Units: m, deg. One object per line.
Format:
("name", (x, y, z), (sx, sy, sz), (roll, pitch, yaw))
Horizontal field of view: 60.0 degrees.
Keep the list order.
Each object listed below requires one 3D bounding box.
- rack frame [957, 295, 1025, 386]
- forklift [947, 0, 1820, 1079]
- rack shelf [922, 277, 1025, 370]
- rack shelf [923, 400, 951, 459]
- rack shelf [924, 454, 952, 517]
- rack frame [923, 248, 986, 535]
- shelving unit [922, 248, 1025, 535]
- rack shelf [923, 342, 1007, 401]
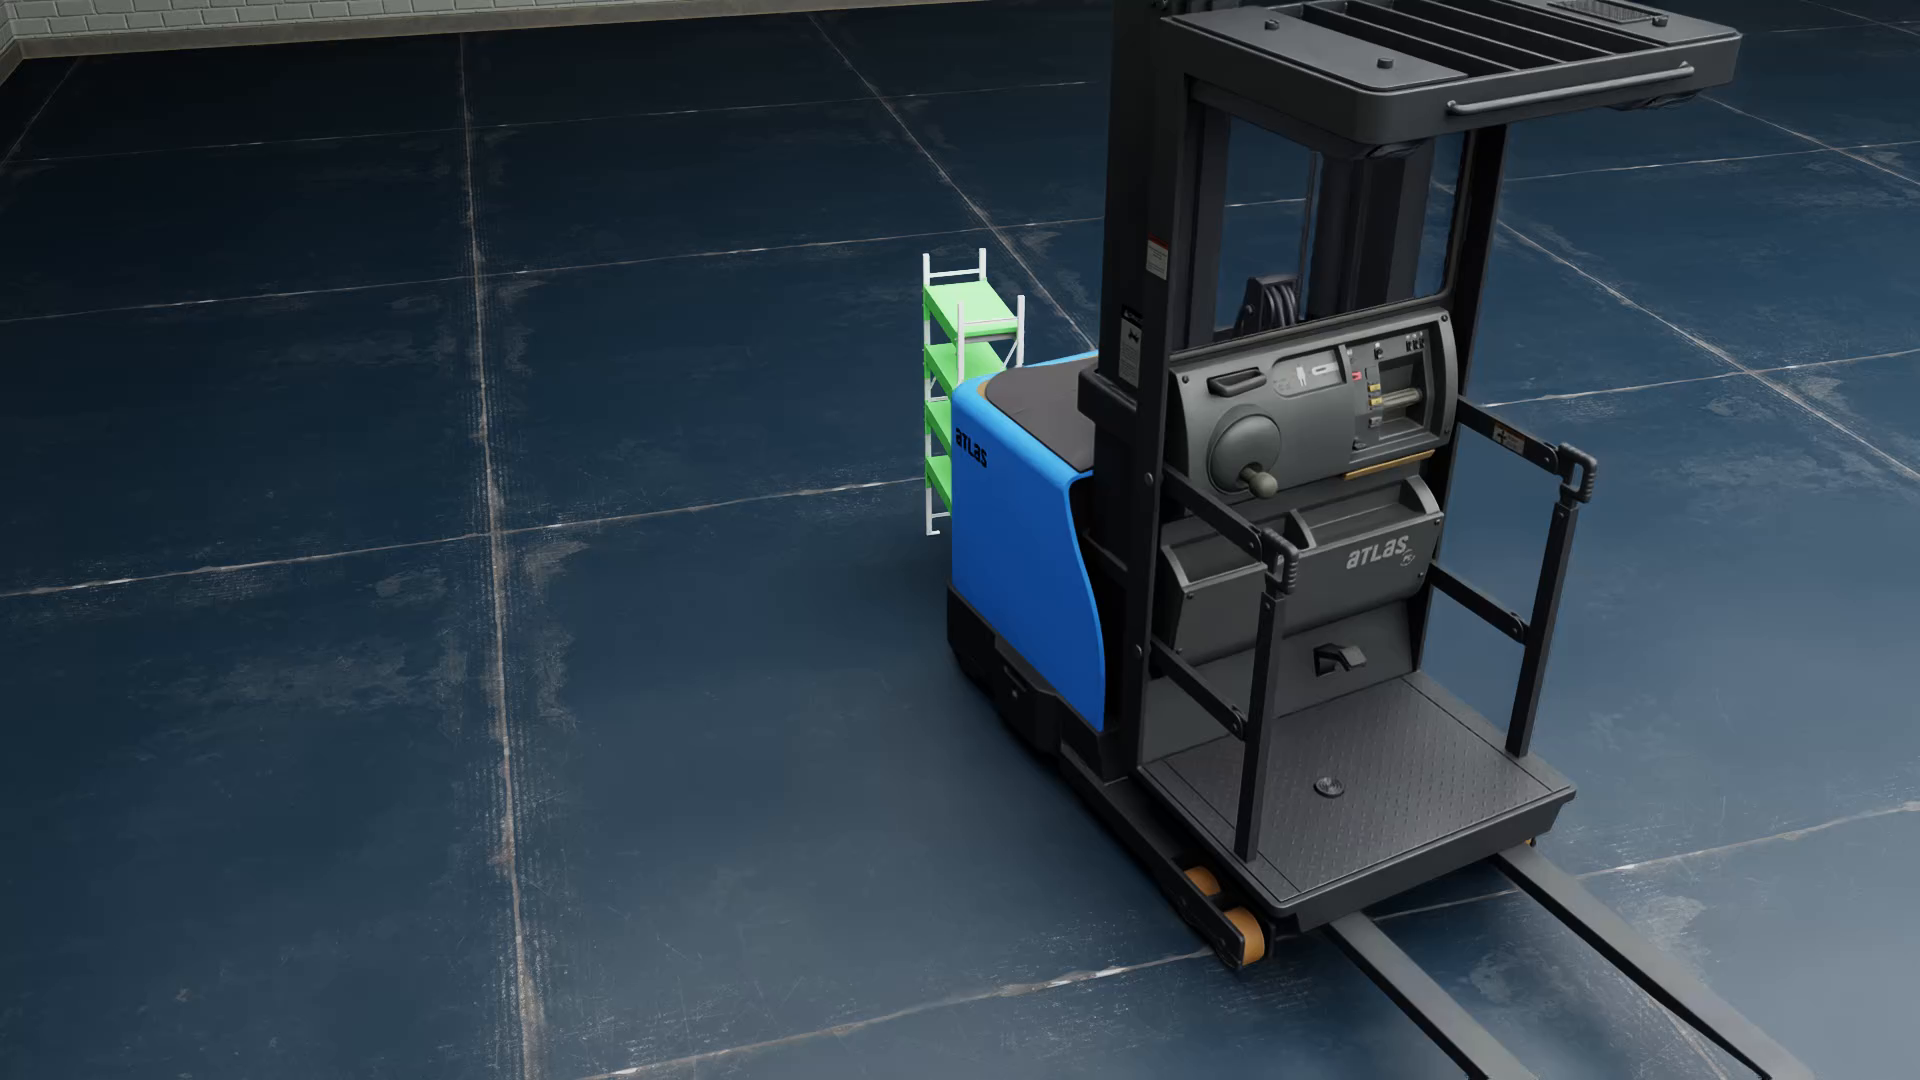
("rack frame", (0.109, -0.321, 6.108), (0.240, 1.200, 0.015), (-8, 31, -13))
("forklift", (1.090, -0.327, 4.389), (1.130, 2.935, 3.031), (-15, 33, -24))
("rack shelf", (0.044, -0.799, 6.103), (0.258, 0.148, 0.480), (-8, 31, -13))
("rack shelf", (0.044, -0.384, 6.343), (0.258, 0.148, 0.480), (-8, 31, -13))
("rack shelf", (0.044, -0.176, 6.464), (0.258, 0.148, 0.480), (-8, 31, -13))
("rack frame", (-0.021, -0.557, 6.515), (0.240, 1.200, 0.015), (-8, 31, -13))
("shelving unit", (0.044, -0.439, 6.311), (0.258, 1.200, 0.503), (-8, 31, -13))
("rack shelf", (0.044, -0.592, 6.223), (0.258, 0.148, 0.480), (-8, 31, -13))
